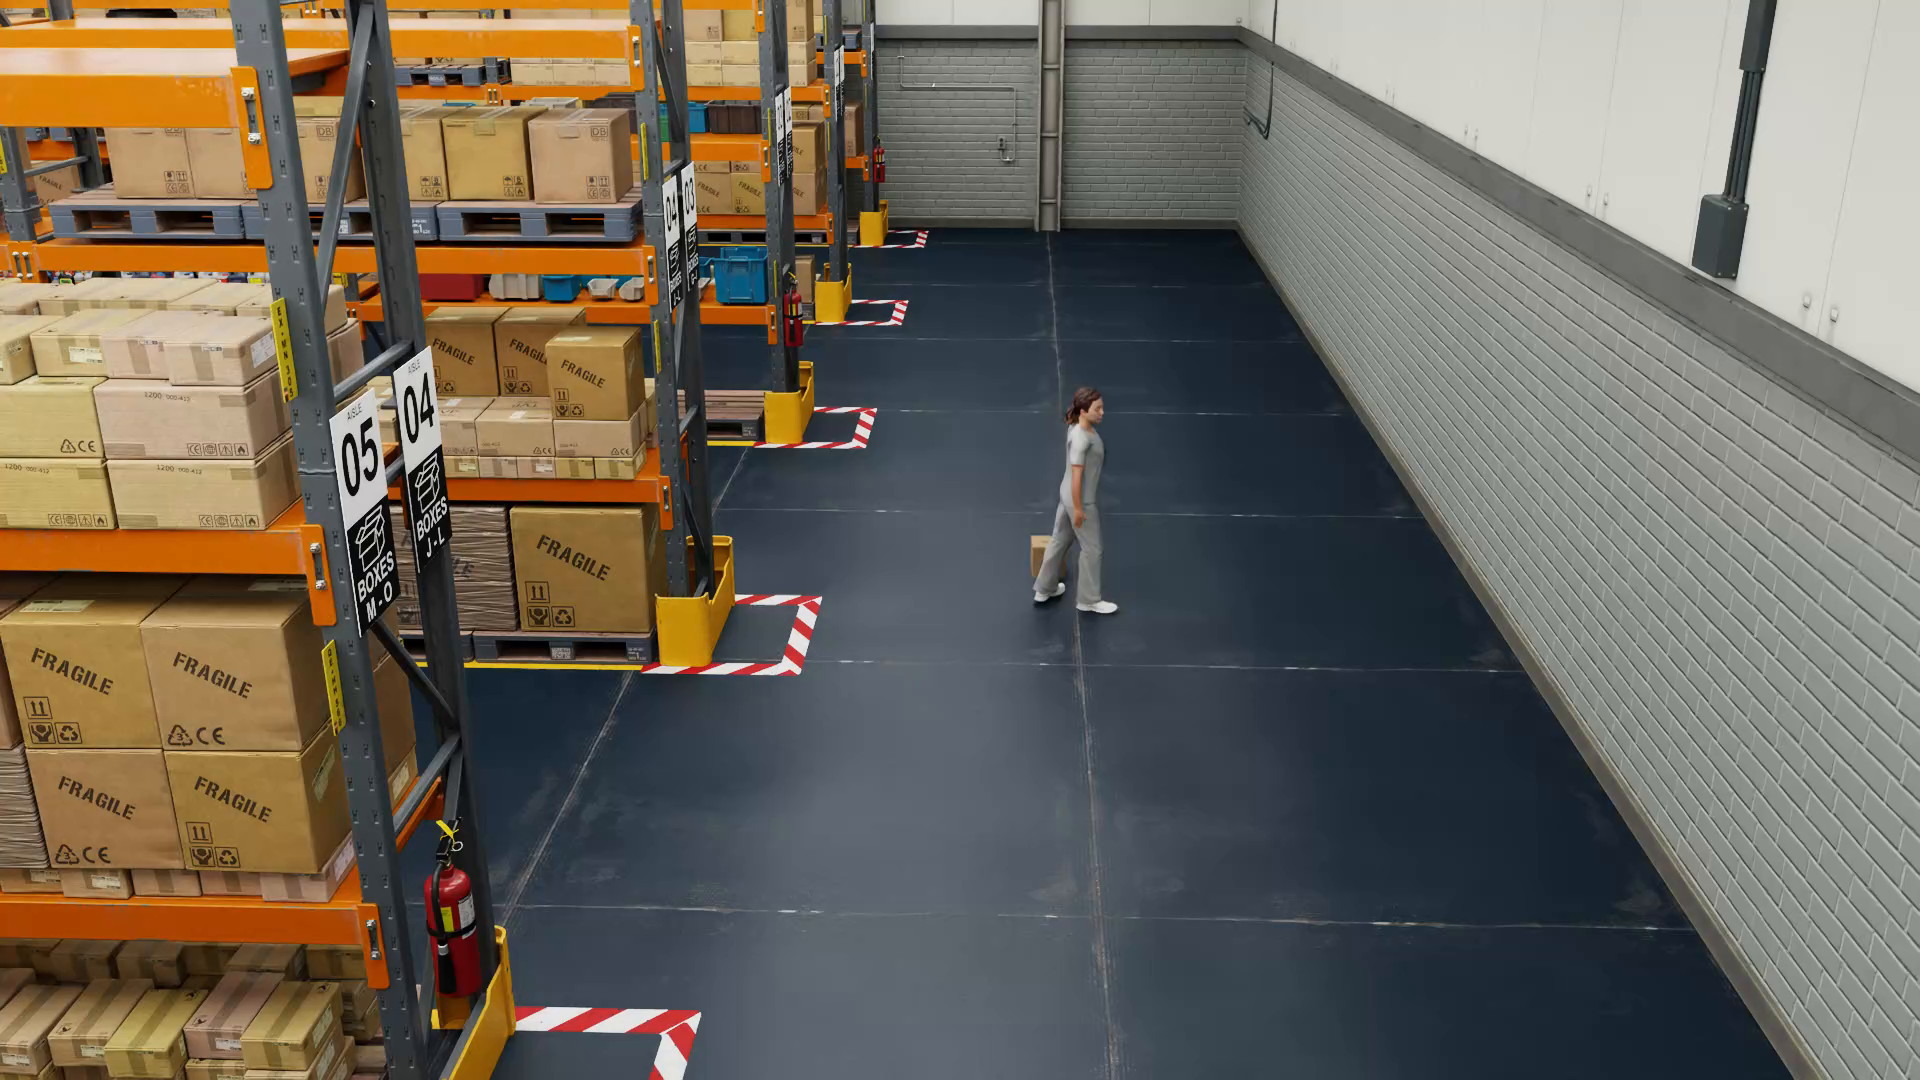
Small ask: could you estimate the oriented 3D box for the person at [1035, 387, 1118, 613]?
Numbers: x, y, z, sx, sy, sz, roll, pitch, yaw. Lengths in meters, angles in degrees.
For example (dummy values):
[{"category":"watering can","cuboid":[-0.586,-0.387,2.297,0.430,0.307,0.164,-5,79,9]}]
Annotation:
[{"category":"person","cuboid":[0.844,-0.293,11.860,0.596,1.663,0.499,0,21,1]}]
